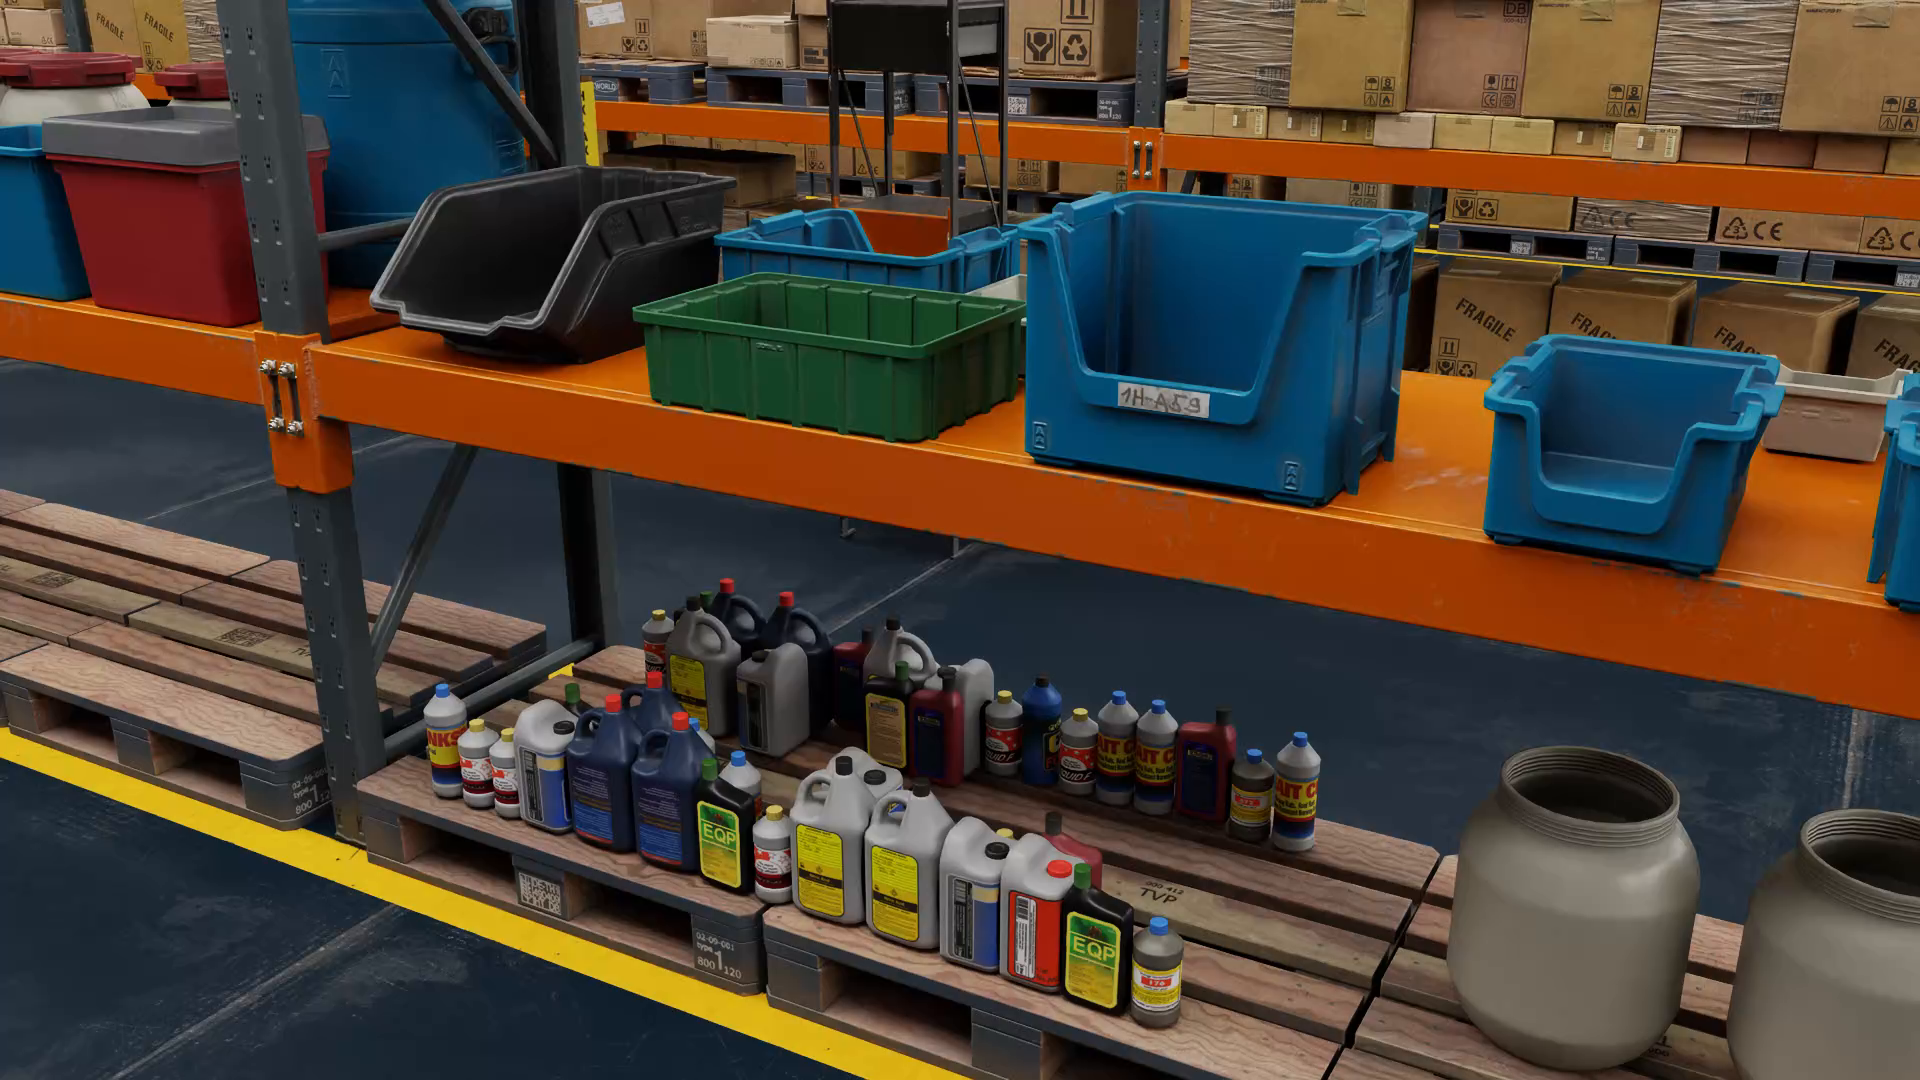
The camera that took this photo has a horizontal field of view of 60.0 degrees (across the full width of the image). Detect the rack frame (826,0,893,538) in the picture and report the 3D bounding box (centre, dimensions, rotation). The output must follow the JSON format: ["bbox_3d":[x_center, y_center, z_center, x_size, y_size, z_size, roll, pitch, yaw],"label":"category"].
[{"bbox_3d":[-0.358,-1.055,6.195,0.015,2.100,0.400,11,23,27],"label":"rack frame"}]

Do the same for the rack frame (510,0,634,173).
[{"bbox_3d":[-2.375,-2.923,10.024,0.127,3.000,1.000,11,23,27],"label":"rack frame"}]

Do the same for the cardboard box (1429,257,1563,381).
[{"bbox_3d":[2.530,-1.029,7.852,0.500,0.500,0.500,9,22,23],"label":"cardboard box"}]

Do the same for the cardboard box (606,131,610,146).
[{"bbox_3d":[-3.522,-4.061,16.727,0.250,0.149,0.380,10,22,25],"label":"cardboard box"}]

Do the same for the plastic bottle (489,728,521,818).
[{"bbox_3d":[-1.057,0.543,3.928,0.097,0.201,0.097,0,20,0],"label":"plastic bottle"}]

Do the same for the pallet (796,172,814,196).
[{"bbox_3d":[-1.611,-3.405,15.443,1.213,0.211,1.003,11,23,27],"label":"pallet"}]

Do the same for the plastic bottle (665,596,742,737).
[{"bbox_3d":[-0.666,0.320,4.325,0.185,0.351,0.144,11,23,27],"label":"plastic bottle"}]

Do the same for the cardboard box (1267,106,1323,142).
[{"bbox_3d":[1.601,-1.935,7.670,0.250,0.149,0.380,11,23,27],"label":"cardboard box"}]

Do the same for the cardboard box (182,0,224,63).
[{"bbox_3d":[-4.712,-3.317,10.965,0.500,0.500,0.500,10,22,26],"label":"cardboard box"}]

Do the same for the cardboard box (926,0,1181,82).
[{"bbox_3d":[0.491,-2.911,8.495,1.000,1.000,1.000,11,23,28],"label":"cardboard box"}]

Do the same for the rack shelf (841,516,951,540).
[{"bbox_3d":[-0.145,-0.344,6.326,0.480,0.518,0.431,11,23,27],"label":"rack shelf"}]

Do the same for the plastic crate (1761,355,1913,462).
[{"bbox_3d":[1.569,-0.239,3.011,0.250,0.136,0.298,11,23,27],"label":"plastic crate"}]

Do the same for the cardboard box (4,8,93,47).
[{"bbox_3d":[-6.381,-3.653,11.820,0.500,0.250,0.500,10,22,26],"label":"cardboard box"}]

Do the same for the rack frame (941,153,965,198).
[{"bbox_3d":[0.132,-4.383,14.048,0.127,3.000,1.000,11,23,27],"label":"rack frame"}]

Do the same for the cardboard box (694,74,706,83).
[{"bbox_3d":[-2.378,-4.133,15.311,0.500,0.250,0.500,11,23,29],"label":"cardboard box"}]

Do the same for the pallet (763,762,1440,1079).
[{"bbox_3d":[0.336,0.854,3.700,1.213,0.211,1.003,11,23,27],"label":"pallet"}]

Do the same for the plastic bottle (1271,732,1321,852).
[{"bbox_3d":[0.762,0.564,3.769,0.097,0.271,0.097,0,20,0],"label":"plastic bottle"}]

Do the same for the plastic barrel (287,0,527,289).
[{"bbox_3d":[-1.488,-1.173,4.465,0.708,0.901,0.600,11,23,27],"label":"plastic barrel"}]

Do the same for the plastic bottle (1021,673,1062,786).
[{"bbox_3d":[0.199,0.456,4.064,0.097,0.271,0.097,0,20,0],"label":"plastic bottle"}]

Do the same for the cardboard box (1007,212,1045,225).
[{"bbox_3d":[0.184,-1.483,9.075,0.500,0.500,0.700,11,22,27],"label":"cardboard box"}]

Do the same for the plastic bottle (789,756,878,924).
[{"bbox_3d":[-0.261,0.615,3.510,0.185,0.351,0.144,11,22,27],"label":"plastic bottle"}]

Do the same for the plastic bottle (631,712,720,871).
[{"bbox_3d":[-0.632,0.544,3.705,0.185,0.351,0.144,10,22,25],"label":"plastic bottle"}]

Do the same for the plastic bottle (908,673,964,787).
[{"bbox_3d":[-0.058,0.454,4.053,0.133,0.283,0.061,11,23,27],"label":"plastic bottle"}]

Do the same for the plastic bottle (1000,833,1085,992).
[{"bbox_3d":[0.169,0.731,3.301,0.135,0.276,0.152,11,23,28],"label":"plastic bottle"}]

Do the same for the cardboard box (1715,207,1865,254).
[{"bbox_3d":[5.722,-2.490,11.330,0.875,0.875,0.875,10,22,26],"label":"cardboard box"}]

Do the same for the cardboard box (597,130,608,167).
[{"bbox_3d":[-2.968,-2.242,10.648,0.875,0.875,1.225,10,22,25],"label":"cardboard box"}]

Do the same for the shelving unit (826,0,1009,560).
[{"bbox_3d":[-0.145,-1.015,6.083,0.503,2.100,0.431,11,23,27],"label":"shelving unit"}]

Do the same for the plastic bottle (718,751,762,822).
[{"bbox_3d":[-0.485,0.595,3.682,0.097,0.271,0.097,0,20,0],"label":"plastic bottle"}]

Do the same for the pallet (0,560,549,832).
[{"bbox_3d":[-2.003,0.409,4.929,1.213,0.211,1.003,11,23,27],"label":"pallet"}]

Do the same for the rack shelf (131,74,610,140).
[{"bbox_3d":[-4.121,-2.917,11.063,4.000,0.370,1.077,11,23,27],"label":"rack shelf"}]

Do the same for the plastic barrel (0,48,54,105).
[{"bbox_3d":[-3.045,-1.265,5.255,0.433,0.535,0.433,0,20,0],"label":"plastic barrel"}]

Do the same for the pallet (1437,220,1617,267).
[{"bbox_3d":[4.249,-2.257,12.277,1.213,0.211,1.003,11,23,27],"label":"pallet"}]

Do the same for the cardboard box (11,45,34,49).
[{"bbox_3d":[-6.519,-3.466,11.889,0.250,0.149,0.380,11,23,28],"label":"cardboard box"}]

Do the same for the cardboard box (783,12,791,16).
[{"bbox_3d":[-0.788,-2.860,9.432,0.258,0.266,0.396,10,22,26],"label":"cardboard box"}]

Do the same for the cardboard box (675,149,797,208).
[{"bbox_3d":[-1.308,-2.119,9.730,0.500,0.250,0.500,14,24,33],"label":"cardboard box"}]

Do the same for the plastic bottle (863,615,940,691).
[{"bbox_3d":[-0.147,0.362,4.207,0.185,0.351,0.144,11,22,27],"label":"plastic bottle"}]

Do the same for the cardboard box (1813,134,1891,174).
[{"bbox_3d":[3.587,-1.574,6.675,0.250,0.149,0.380,11,23,27],"label":"cardboard box"}]

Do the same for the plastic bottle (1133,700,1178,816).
[{"bbox_3d":[0.463,0.507,3.926,0.097,0.271,0.097,0,20,0],"label":"plastic bottle"}]

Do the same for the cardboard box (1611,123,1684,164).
[{"bbox_3d":[2.898,-1.678,6.962,0.250,0.149,0.380,11,23,27],"label":"cardboard box"}]

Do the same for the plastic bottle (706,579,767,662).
[{"bbox_3d":[-0.596,0.277,4.443,0.185,0.351,0.144,10,22,26],"label":"plastic bottle"}]

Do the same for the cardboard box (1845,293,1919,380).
[{"bbox_3d":[4.072,-0.724,7.011,0.500,0.500,0.500,16,25,37],"label":"cardboard box"}]

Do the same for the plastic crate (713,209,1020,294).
[{"bbox_3d":[-0.200,-0.610,3.866,0.616,0.251,0.499,11,23,27],"label":"plastic crate"}]

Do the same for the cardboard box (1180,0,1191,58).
[{"bbox_3d":[1.711,-4.023,12.911,0.500,0.500,0.500,11,22,27],"label":"cardboard box"}]

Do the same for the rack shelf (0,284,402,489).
[{"bbox_3d":[-3.045,-0.778,5.165,4.000,0.370,1.077,11,23,27],"label":"rack shelf"}]

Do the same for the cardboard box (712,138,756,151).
[{"bbox_3d":[-1.918,-3.698,15.210,0.500,0.500,0.500,11,23,28],"label":"cardboard box"}]

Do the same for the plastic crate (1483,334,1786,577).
[{"bbox_3d":[1.046,-0.152,2.603,0.408,0.251,0.499,11,23,27],"label":"plastic crate"}]

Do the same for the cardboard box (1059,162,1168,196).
[{"bbox_3d":[1.384,-3.250,13.609,0.750,0.750,1.050,11,23,28],"label":"cardboard box"}]

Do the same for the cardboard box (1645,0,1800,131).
[{"bbox_3d":[3.231,-2.022,6.959,0.500,0.500,0.875,11,23,27],"label":"cardboard box"}]

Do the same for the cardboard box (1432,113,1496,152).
[{"bbox_3d":[2.261,-1.814,7.335,0.250,0.149,0.380,11,23,27],"label":"cardboard box"}]

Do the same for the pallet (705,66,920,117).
[{"bbox_3d":[-0.627,-2.516,9.183,1.213,0.211,1.003,11,23,27],"label":"pallet"}]

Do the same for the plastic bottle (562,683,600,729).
[{"bbox_3d":[-0.887,0.484,3.969,0.133,0.283,0.061,11,23,27],"label":"plastic bottle"}]

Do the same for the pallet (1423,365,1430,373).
[{"bbox_3d":[2.789,-0.643,7.828,1.213,0.211,1.003,11,23,27],"label":"pallet"}]

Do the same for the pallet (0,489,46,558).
[{"bbox_3d":[-4.134,0.003,6.047,1.213,0.211,1.003,11,23,27],"label":"pallet"}]

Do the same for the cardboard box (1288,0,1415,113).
[{"bbox_3d":[1.899,-2.258,7.607,0.500,0.500,0.875,11,23,27],"label":"cardboard box"}]

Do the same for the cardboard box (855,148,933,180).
[{"bbox_3d":[-0.570,-3.437,14.490,0.500,0.500,0.500,11,23,27],"label":"cardboard box"}]
